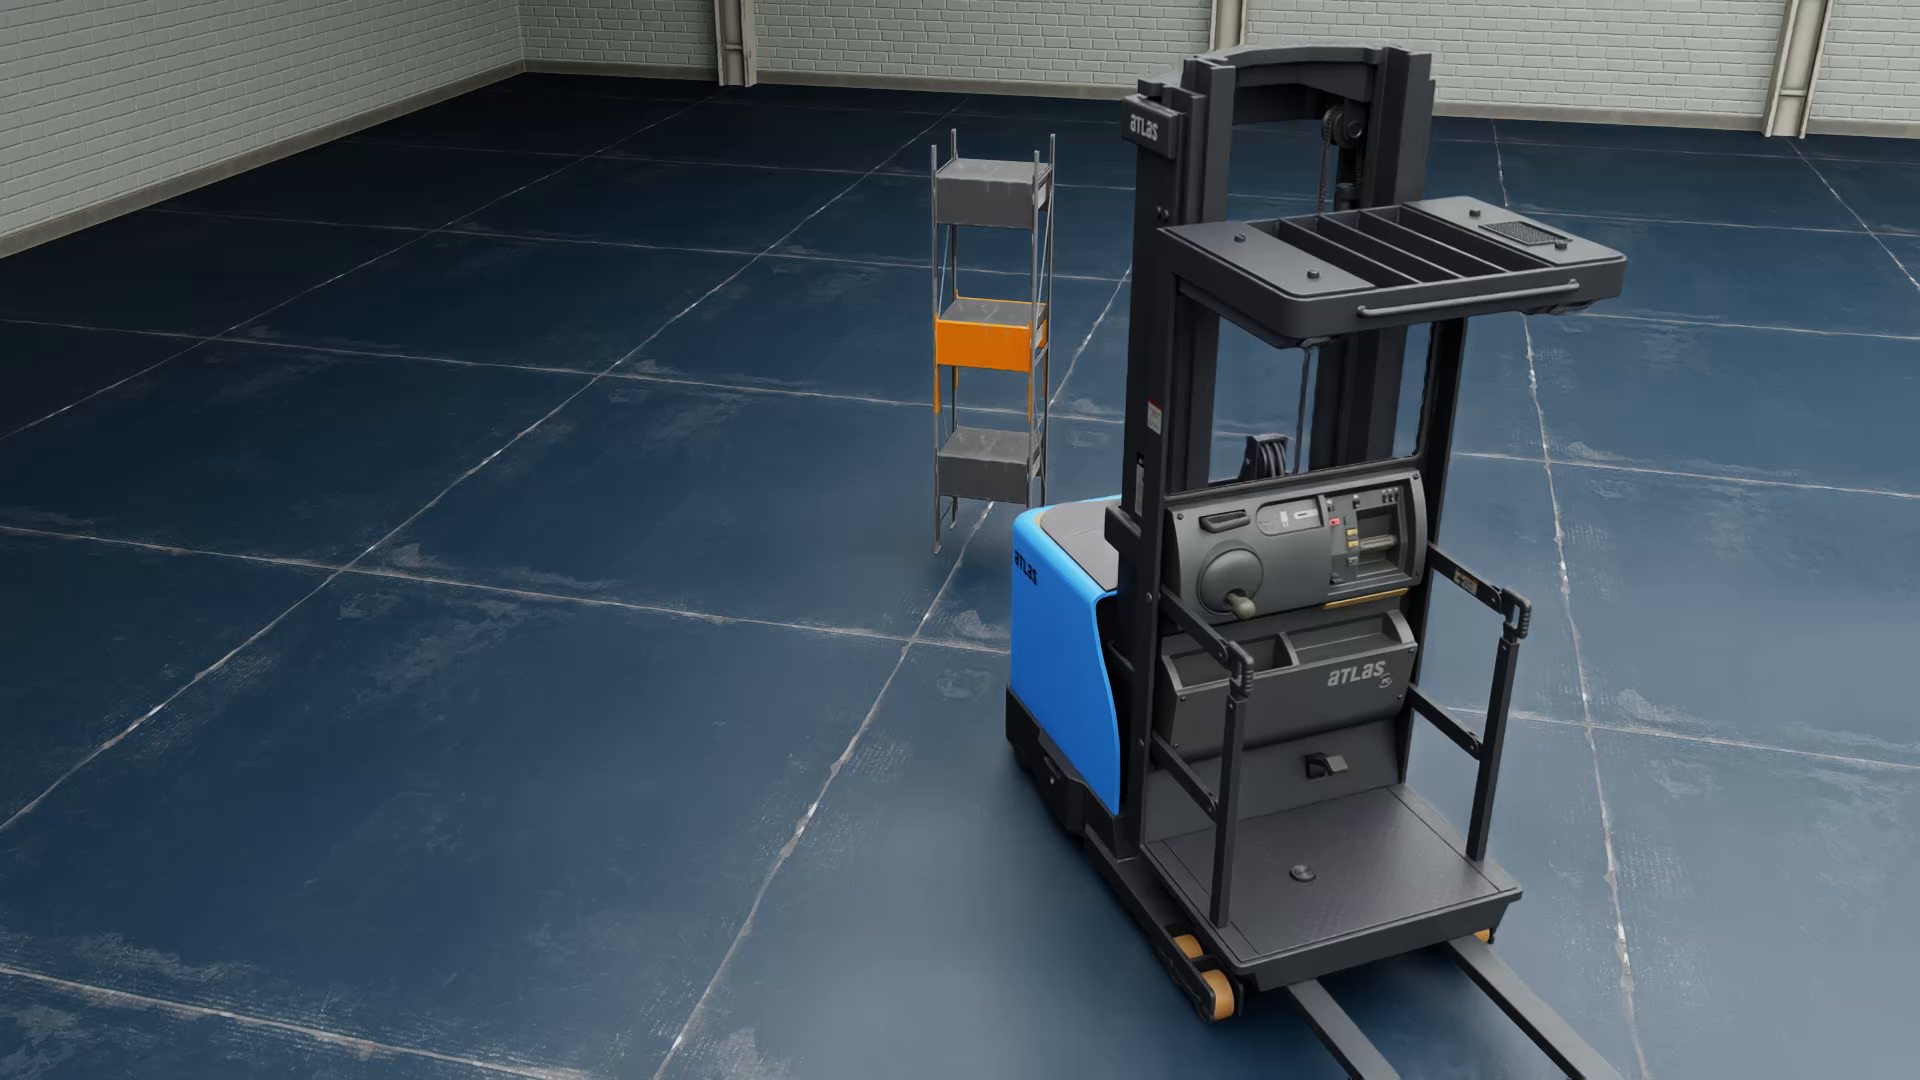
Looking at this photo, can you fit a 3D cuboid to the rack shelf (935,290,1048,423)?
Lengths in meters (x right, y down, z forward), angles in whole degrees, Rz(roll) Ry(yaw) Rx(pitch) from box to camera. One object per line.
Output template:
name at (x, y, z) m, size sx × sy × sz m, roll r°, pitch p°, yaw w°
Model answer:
rack shelf at (0.160, -0.918, 8.267) m, size 0.480 × 0.518 × 0.431 m, roll 6°, pitch 26°, yaw 13°

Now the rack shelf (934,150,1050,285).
rack shelf at (0.160, -1.550, 7.966) m, size 0.480 × 0.518 × 0.431 m, roll 6°, pitch 26°, yaw 13°

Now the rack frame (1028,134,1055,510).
rack frame at (0.397, -0.904, 8.207) m, size 0.015 × 2.100 × 0.400 m, roll 6°, pitch 26°, yaw 13°

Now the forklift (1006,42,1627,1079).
forklift at (1.192, 0.048, 5.240) m, size 1.130 × 2.935 × 3.031 m, roll -9°, pitch 27°, yaw -19°

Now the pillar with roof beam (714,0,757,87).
pillar with roof beam at (-3.824, -7.931, 14.940) m, size 0.400 × 9.000 × 9.100 m, roll 6°, pitch 26°, yaw 13°

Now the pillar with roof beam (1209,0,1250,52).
pillar with roof beam at (1.987, -7.289, 13.591) m, size 0.400 × 9.000 × 9.100 m, roll 6°, pitch 26°, yaw 13°

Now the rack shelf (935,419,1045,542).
rack shelf at (0.160, -0.286, 8.568) m, size 0.480 × 0.518 × 0.431 m, roll 6°, pitch 26°, yaw 13°

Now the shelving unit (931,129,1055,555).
shelving unit at (0.160, -0.930, 8.261) m, size 0.503 × 2.100 × 0.431 m, roll 6°, pitch 26°, yaw 13°

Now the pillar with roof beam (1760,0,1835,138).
pillar with roof beam at (7.798, -6.646, 12.241) m, size 0.400 × 9.000 × 9.100 m, roll 6°, pitch 26°, yaw 13°

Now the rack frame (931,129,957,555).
rack frame at (-0.076, -0.956, 8.316) m, size 0.015 × 2.100 × 0.400 m, roll 6°, pitch 26°, yaw 13°
